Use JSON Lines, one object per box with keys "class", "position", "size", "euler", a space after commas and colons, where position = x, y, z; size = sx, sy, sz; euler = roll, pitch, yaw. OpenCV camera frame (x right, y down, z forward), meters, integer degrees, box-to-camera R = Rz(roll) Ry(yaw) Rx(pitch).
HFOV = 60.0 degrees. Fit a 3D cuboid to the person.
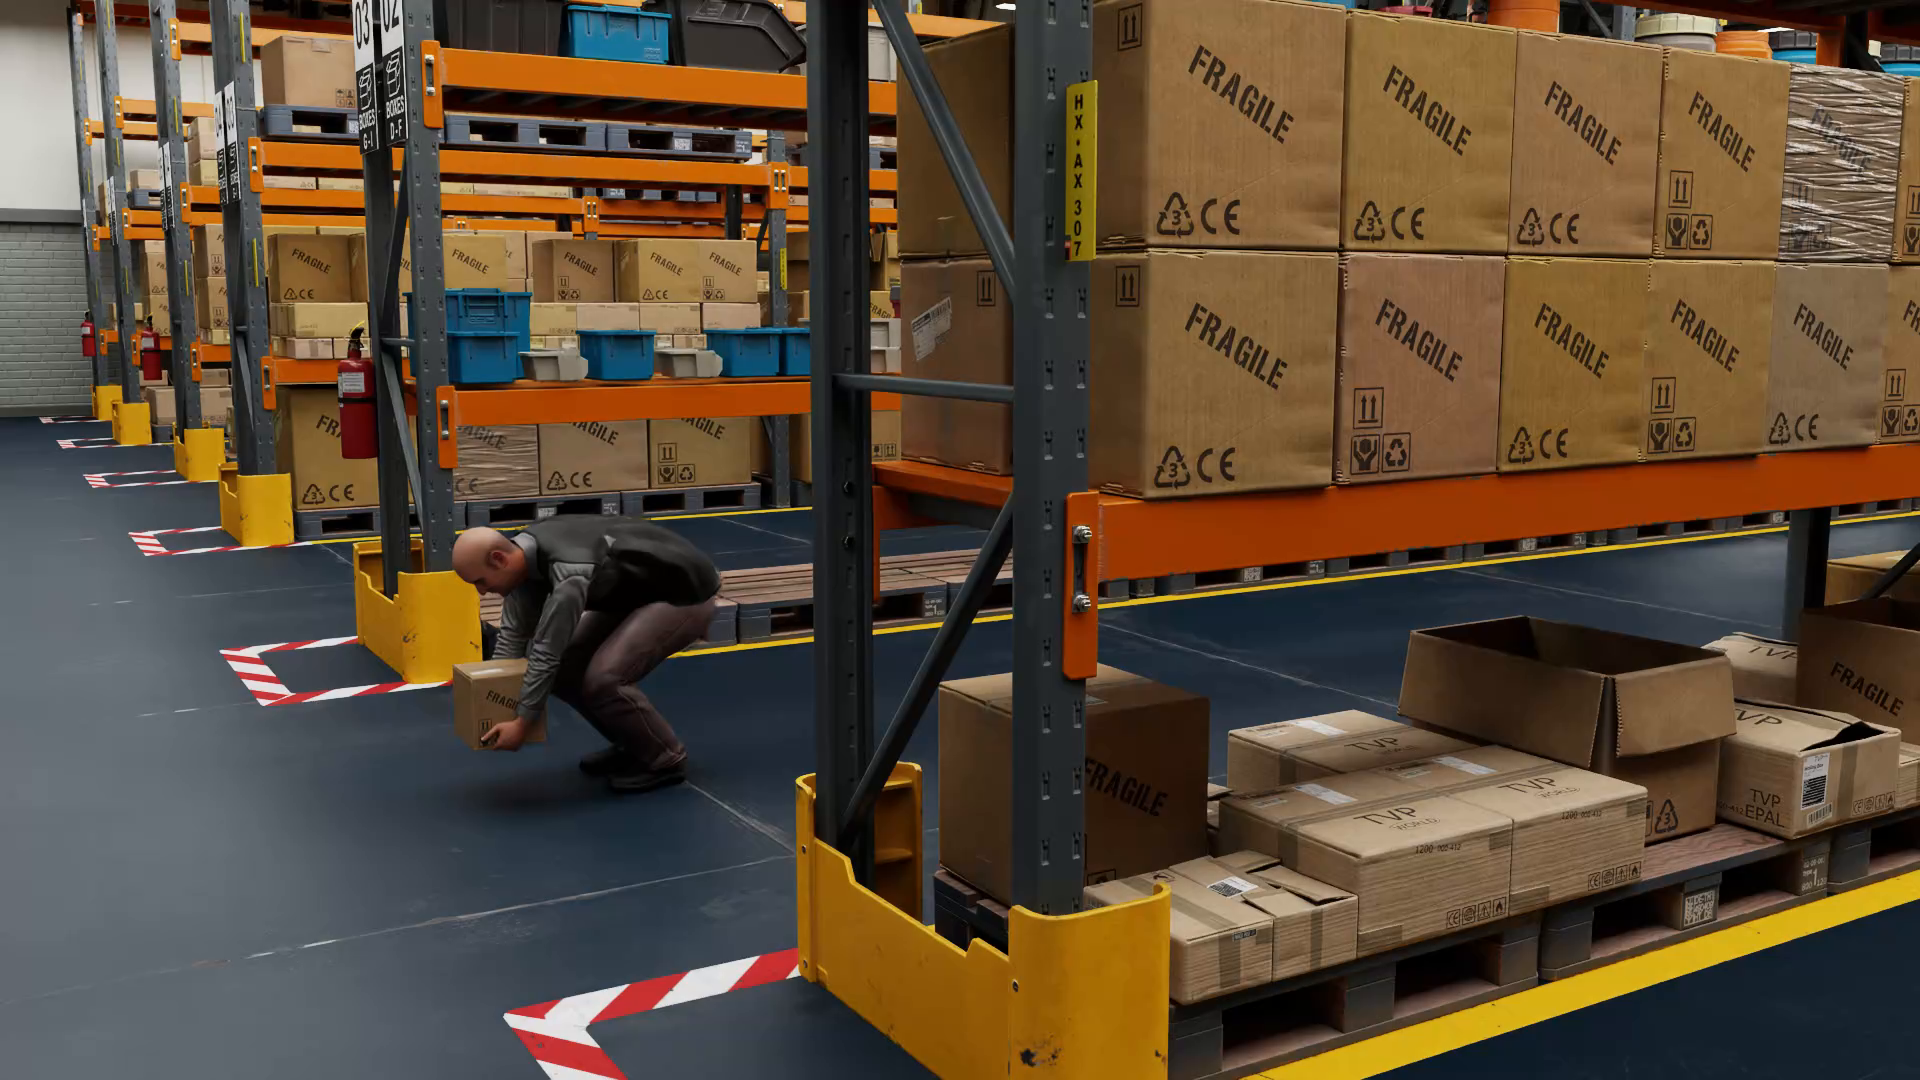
{"class": "person", "position": [-1.306, 0.390, 5.854], "size": [0.938, 0.968, 0.521], "euler": [-5, 10, -33]}
